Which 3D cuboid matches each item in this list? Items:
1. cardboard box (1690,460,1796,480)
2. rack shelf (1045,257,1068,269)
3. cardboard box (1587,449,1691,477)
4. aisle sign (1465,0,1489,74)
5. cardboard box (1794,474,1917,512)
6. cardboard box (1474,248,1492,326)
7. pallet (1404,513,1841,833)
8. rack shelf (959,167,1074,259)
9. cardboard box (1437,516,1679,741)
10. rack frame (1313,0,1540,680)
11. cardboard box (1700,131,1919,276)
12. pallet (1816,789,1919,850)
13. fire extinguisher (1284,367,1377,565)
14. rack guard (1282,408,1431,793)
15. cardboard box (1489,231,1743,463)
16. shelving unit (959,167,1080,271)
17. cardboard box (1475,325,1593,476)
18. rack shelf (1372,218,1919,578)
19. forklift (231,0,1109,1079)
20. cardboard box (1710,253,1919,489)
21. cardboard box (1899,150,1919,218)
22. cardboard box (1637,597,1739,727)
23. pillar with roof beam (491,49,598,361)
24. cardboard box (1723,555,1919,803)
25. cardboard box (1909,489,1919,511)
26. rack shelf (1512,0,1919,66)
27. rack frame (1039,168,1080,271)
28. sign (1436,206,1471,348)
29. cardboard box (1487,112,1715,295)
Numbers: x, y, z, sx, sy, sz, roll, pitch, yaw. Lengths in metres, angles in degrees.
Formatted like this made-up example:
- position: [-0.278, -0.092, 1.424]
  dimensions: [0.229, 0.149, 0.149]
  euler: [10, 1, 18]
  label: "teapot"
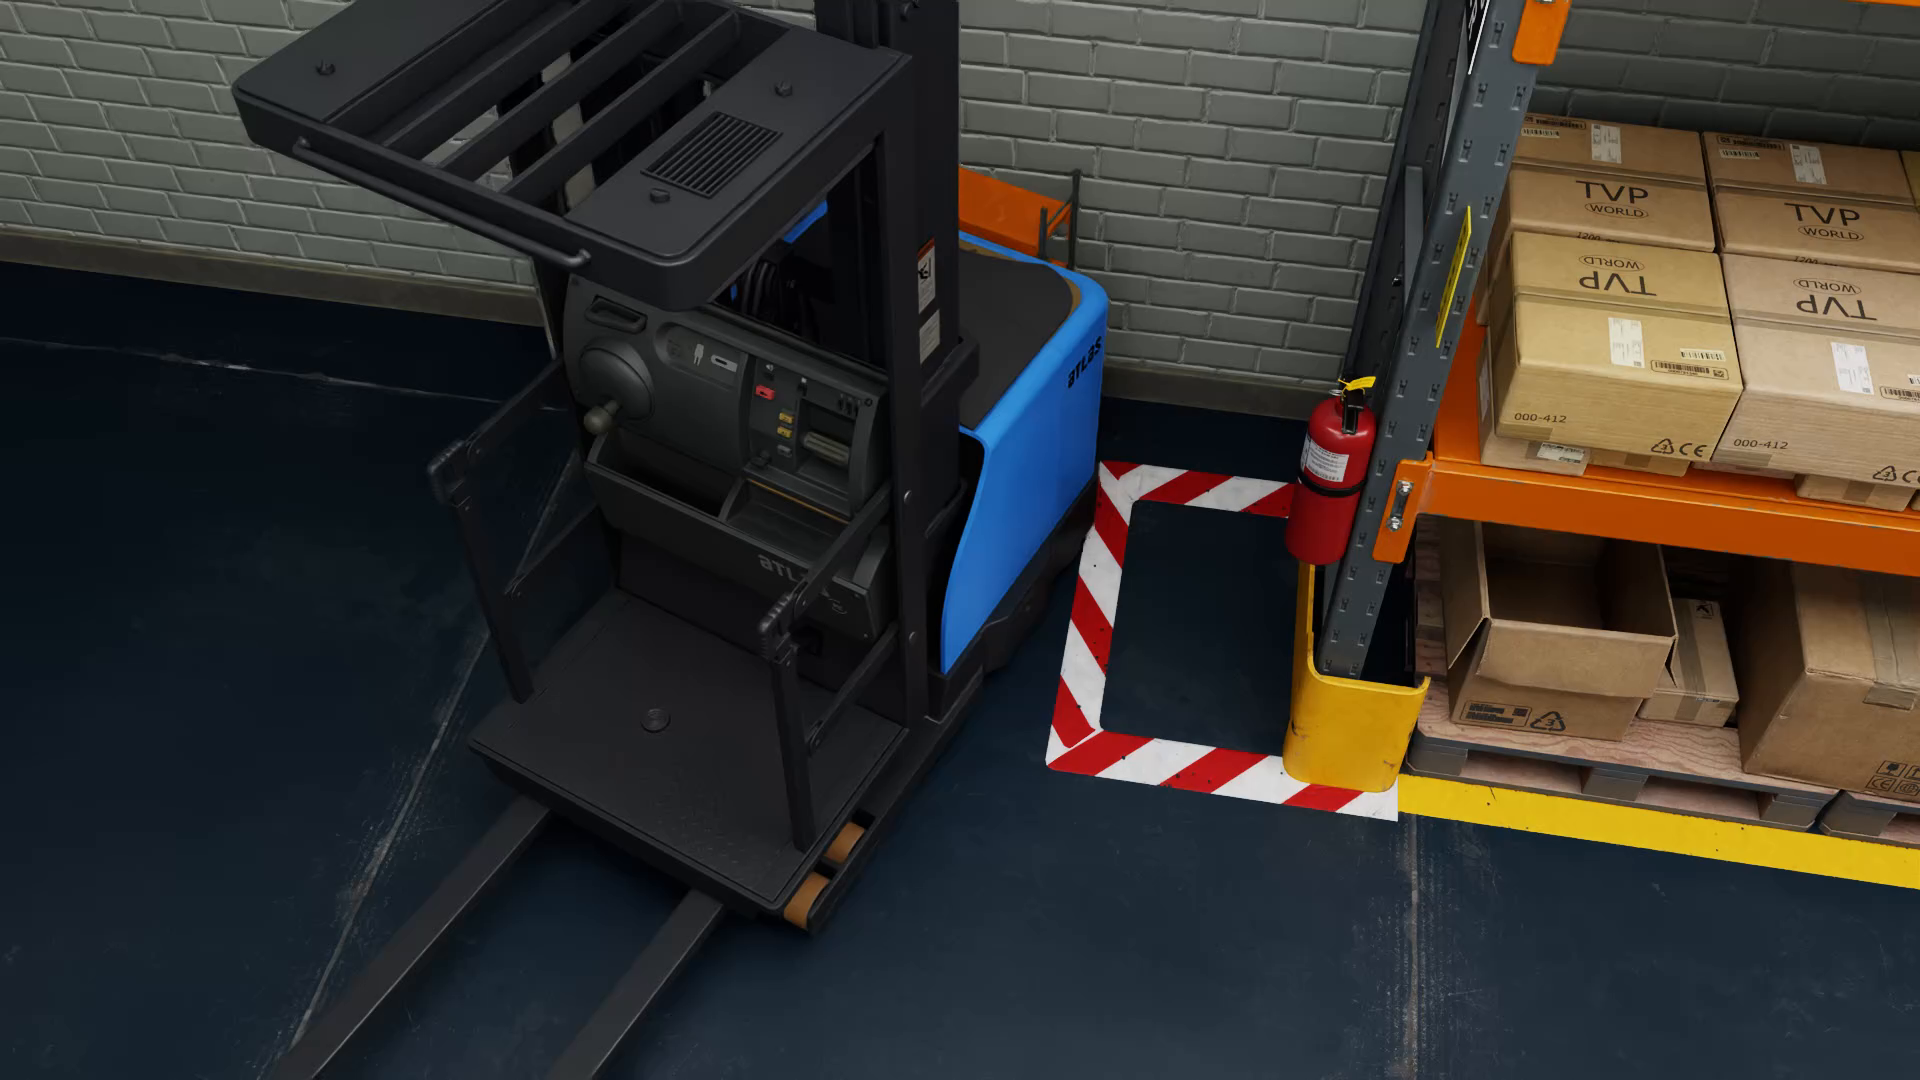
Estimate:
- position: [1.982, -0.349, 4.216]
  dimensions: [0.250, 0.149, 0.380]
  euler: [7, 48, 6]
  label: "cardboard box"
- position: [0.097, -0.871, 5.515]
  dimensions: [0.480, 0.148, 0.258]
  euler: [23, 52, 19]
  label: "rack shelf"
- position: [1.717, -0.358, 4.224]
  dimensions: [0.250, 0.149, 0.380]
  euler: [9, 49, 8]
  label: "cardboard box"
- position: [1.064, -1.349, 3.198]
  dimensions: [0.004, 0.787, 0.394]
  euler: [8, 49, 7]
  label: "aisle sign"
- position: [2.220, -0.270, 4.145]
  dimensions: [0.250, 0.149, 0.380]
  euler: [9, 49, 8]
  label: "cardboard box"
- position: [1.558, -0.755, 4.581]
  dimensions: [0.250, 0.149, 0.380]
  euler: [7, 48, 6]
  label: "cardboard box"
- position: [2.043, 0.361, 5.284]
  dimensions: [1.213, 0.211, 1.003]
  euler: [8, 49, 7]
  label: "pallet"
- position: [0.097, -1.029, 5.340]
  dimensions: [0.480, 0.148, 0.258]
  euler: [23, 52, 19]
  label: "rack shelf"
- position: [1.769, 0.158, 4.987]
  dimensions: [0.637, 0.503, 0.797]
  euler: [6, 48, 5]
  label: "cardboard box"
- position: [1.184, -0.686, 4.350]
  dimensions: [0.127, 3.000, 1.000]
  euler: [8, 49, 7]
  label: "rack frame"
- position: [2.191, -0.800, 4.353]
  dimensions: [0.500, 0.250, 0.500]
  euler: [8, 49, 7]
  label: "cardboard box"
- position: [3.240, 0.524, 5.138]
  dimensions: [1.213, 0.211, 1.003]
  euler: [8, 49, 7]
  label: "pallet"
- position: [0.957, -0.217, 4.231]
  dimensions: [0.183, 0.674, 0.296]
  euler: [8, 49, 7]
  label: "fire extinguisher"
- position: [1.259, 0.159, 5.271]
  dimensions: [0.348, 0.500, 1.175]
  euler: [8, 49, 7]
  label: "rack guard"
- position: [1.582, -0.478, 4.064]
  dimensions: [0.500, 0.250, 0.500]
  euler: [8, 49, 7]
  label: "cardboard box"
- position: [0.097, -0.766, 5.632]
  dimensions: [0.503, 1.200, 0.258]
  euler: [23, 52, 19]
  label: "shelving unit"
- position: [1.459, -0.358, 4.224]
  dimensions: [0.250, 0.149, 0.380]
  euler: [7, 48, 7]
  label: "cardboard box"
- position: [3.152, -0.181, 4.380]
  dimensions: [4.000, 0.370, 1.077]
  euler: [8, 49, 7]
  label: "rack shelf"
- position: [-0.714, -0.268, 4.021]
  dimensions: [1.130, 2.935, 3.031]
  euler: [23, 52, 20]
  label: "forklift"
- position: [2.079, -0.412, 4.004]
  dimensions: [0.500, 0.250, 0.500]
  euler: [8, 49, 7]
  label: "cardboard box"
- position: [2.677, -0.731, 4.291]
  dimensions: [0.500, 0.250, 0.500]
  euler: [9, 49, 8]
  label: "cardboard box"
- position: [2.180, 0.361, 5.043]
  dimensions: [0.250, 0.149, 0.380]
  euler: [6, 48, 5]
  label: "cardboard box"
- position: [-2.075, -0.557, 0.200]
  dimensions: [0.400, 9.000, 9.100]
  euler: [8, 49, 7]
  label: "pillar with roof beam"
- position: [2.603, 0.301, 4.861]
  dimensions: [0.500, 0.500, 0.700]
  euler: [9, 49, 8]
  label: "cardboard box"
- position: [2.482, -0.239, 4.117]
  dimensions: [0.250, 0.149, 0.380]
  euler: [8, 49, 7]
  label: "cardboard box"
- position: [3.152, -1.184, 3.264]
  dimensions: [4.000, 0.370, 1.077]
  euler: [8, 49, 7]
  label: "rack shelf"
- position: [0.309, -0.676, 5.551]
  dimensions: [0.015, 1.200, 0.240]
  euler: [23, 52, 19]
  label: "rack frame"
- position: [1.087, -0.578, 3.671]
  dimensions: [0.005, 0.325, 0.100]
  euler: [8, 49, 7]
  label: "sign"
- position: [1.684, -0.869, 4.415]
  dimensions: [0.500, 0.250, 0.500]
  euler: [9, 49, 8]
  label: "cardboard box"
